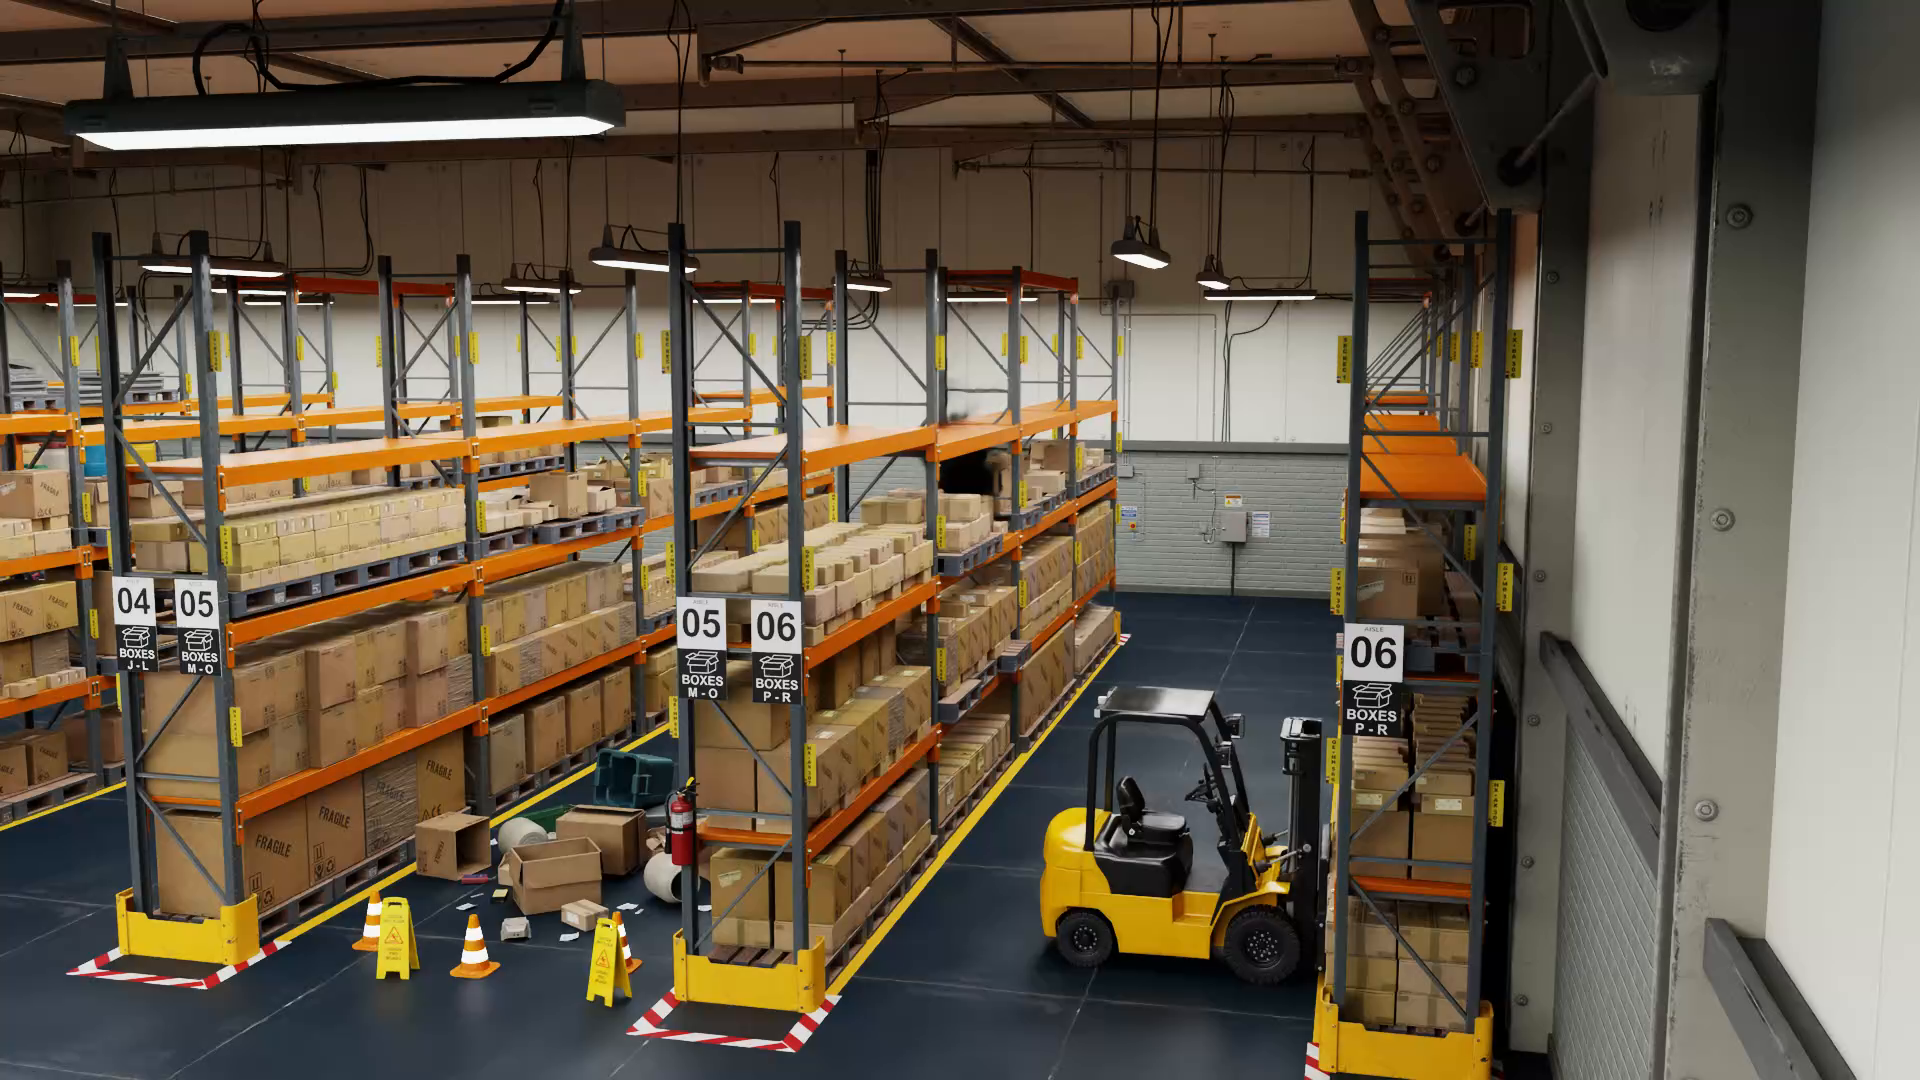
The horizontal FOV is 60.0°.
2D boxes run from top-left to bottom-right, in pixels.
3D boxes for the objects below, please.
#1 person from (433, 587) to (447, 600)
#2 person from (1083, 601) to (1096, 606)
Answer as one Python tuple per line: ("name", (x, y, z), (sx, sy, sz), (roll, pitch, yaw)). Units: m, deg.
("person", (-7.342, 1.444, 23.572), (0.688, 1.728, 0.565), (1, 7, 11))
("person", (2.260, 0.762, 29.564), (0.543, 1.626, 0.720), (2, 7, 19))
